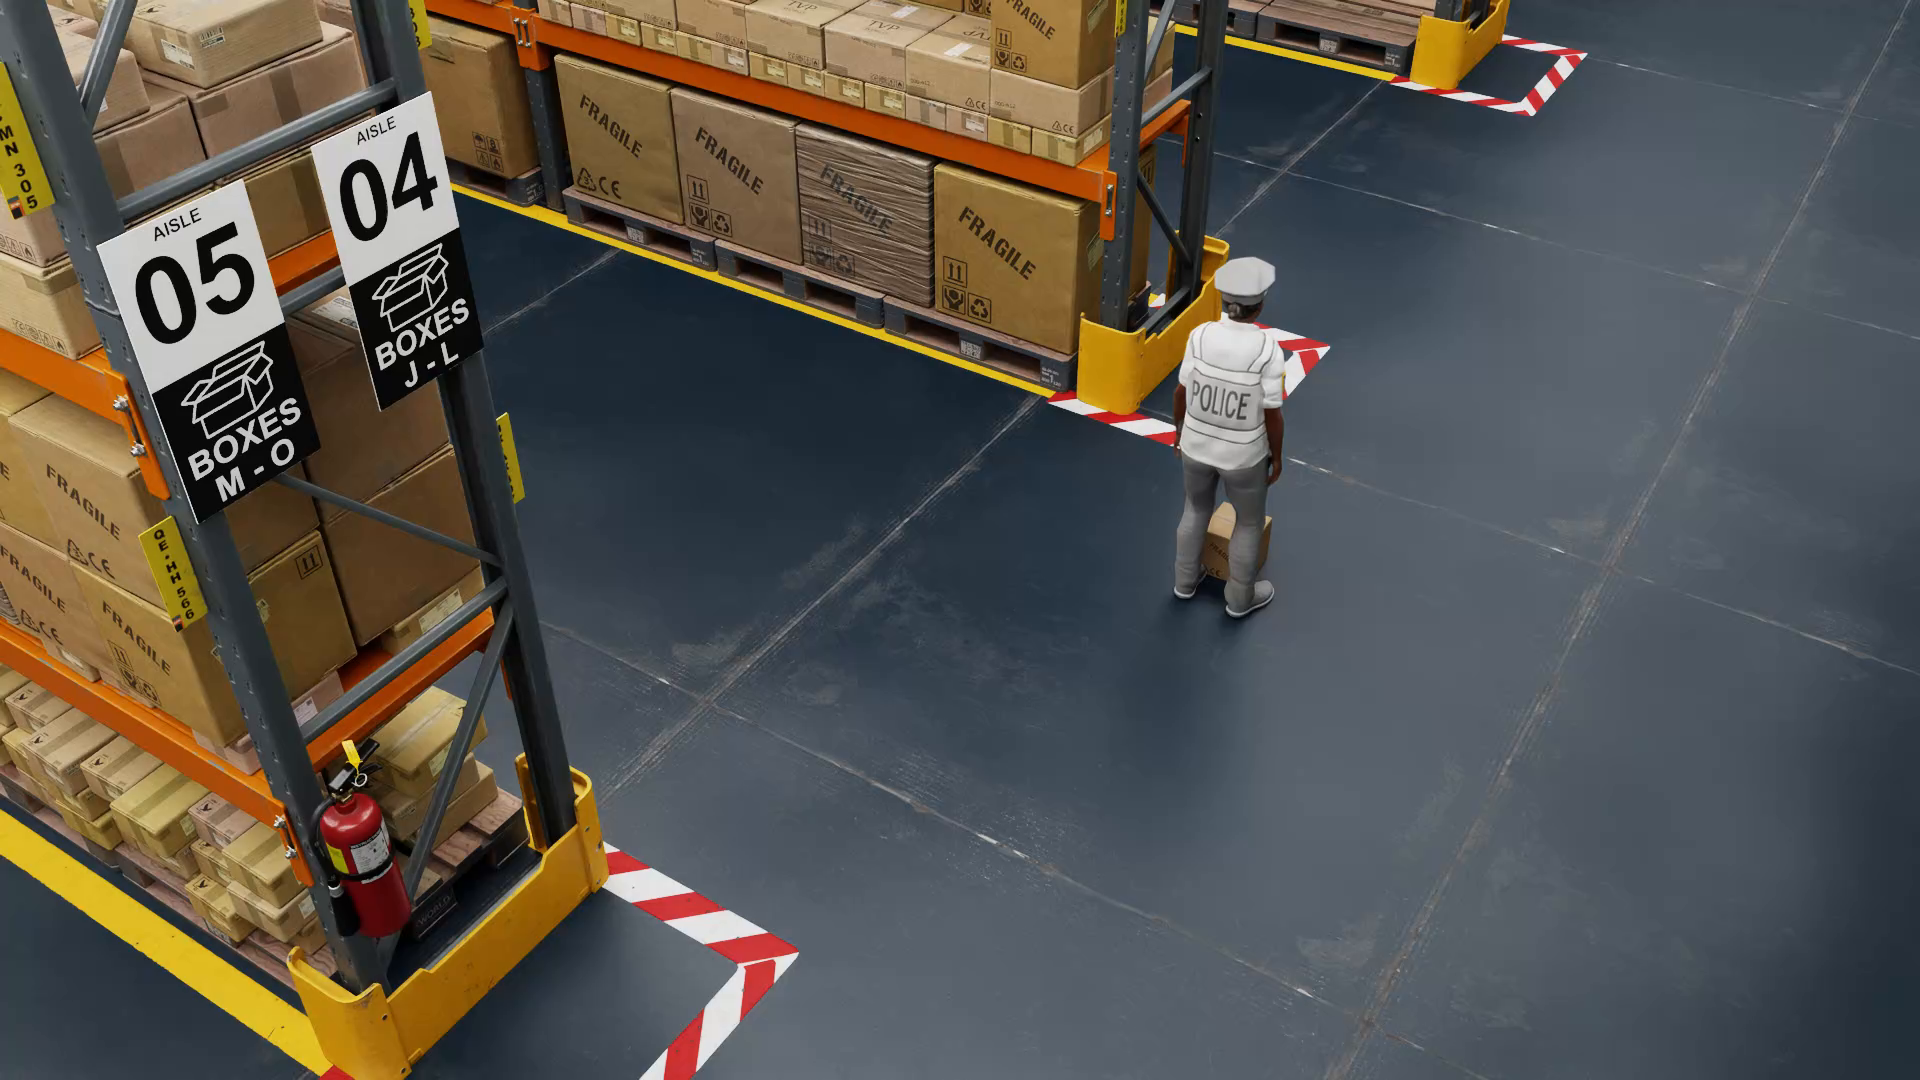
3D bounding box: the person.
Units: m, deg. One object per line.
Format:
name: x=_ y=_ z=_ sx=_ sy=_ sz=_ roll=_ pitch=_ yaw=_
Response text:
person: x=1.164 y=-0.400 z=7.181 sx=0.525 sy=1.658 sz=0.395 roll=19 pitch=42 yaw=22
